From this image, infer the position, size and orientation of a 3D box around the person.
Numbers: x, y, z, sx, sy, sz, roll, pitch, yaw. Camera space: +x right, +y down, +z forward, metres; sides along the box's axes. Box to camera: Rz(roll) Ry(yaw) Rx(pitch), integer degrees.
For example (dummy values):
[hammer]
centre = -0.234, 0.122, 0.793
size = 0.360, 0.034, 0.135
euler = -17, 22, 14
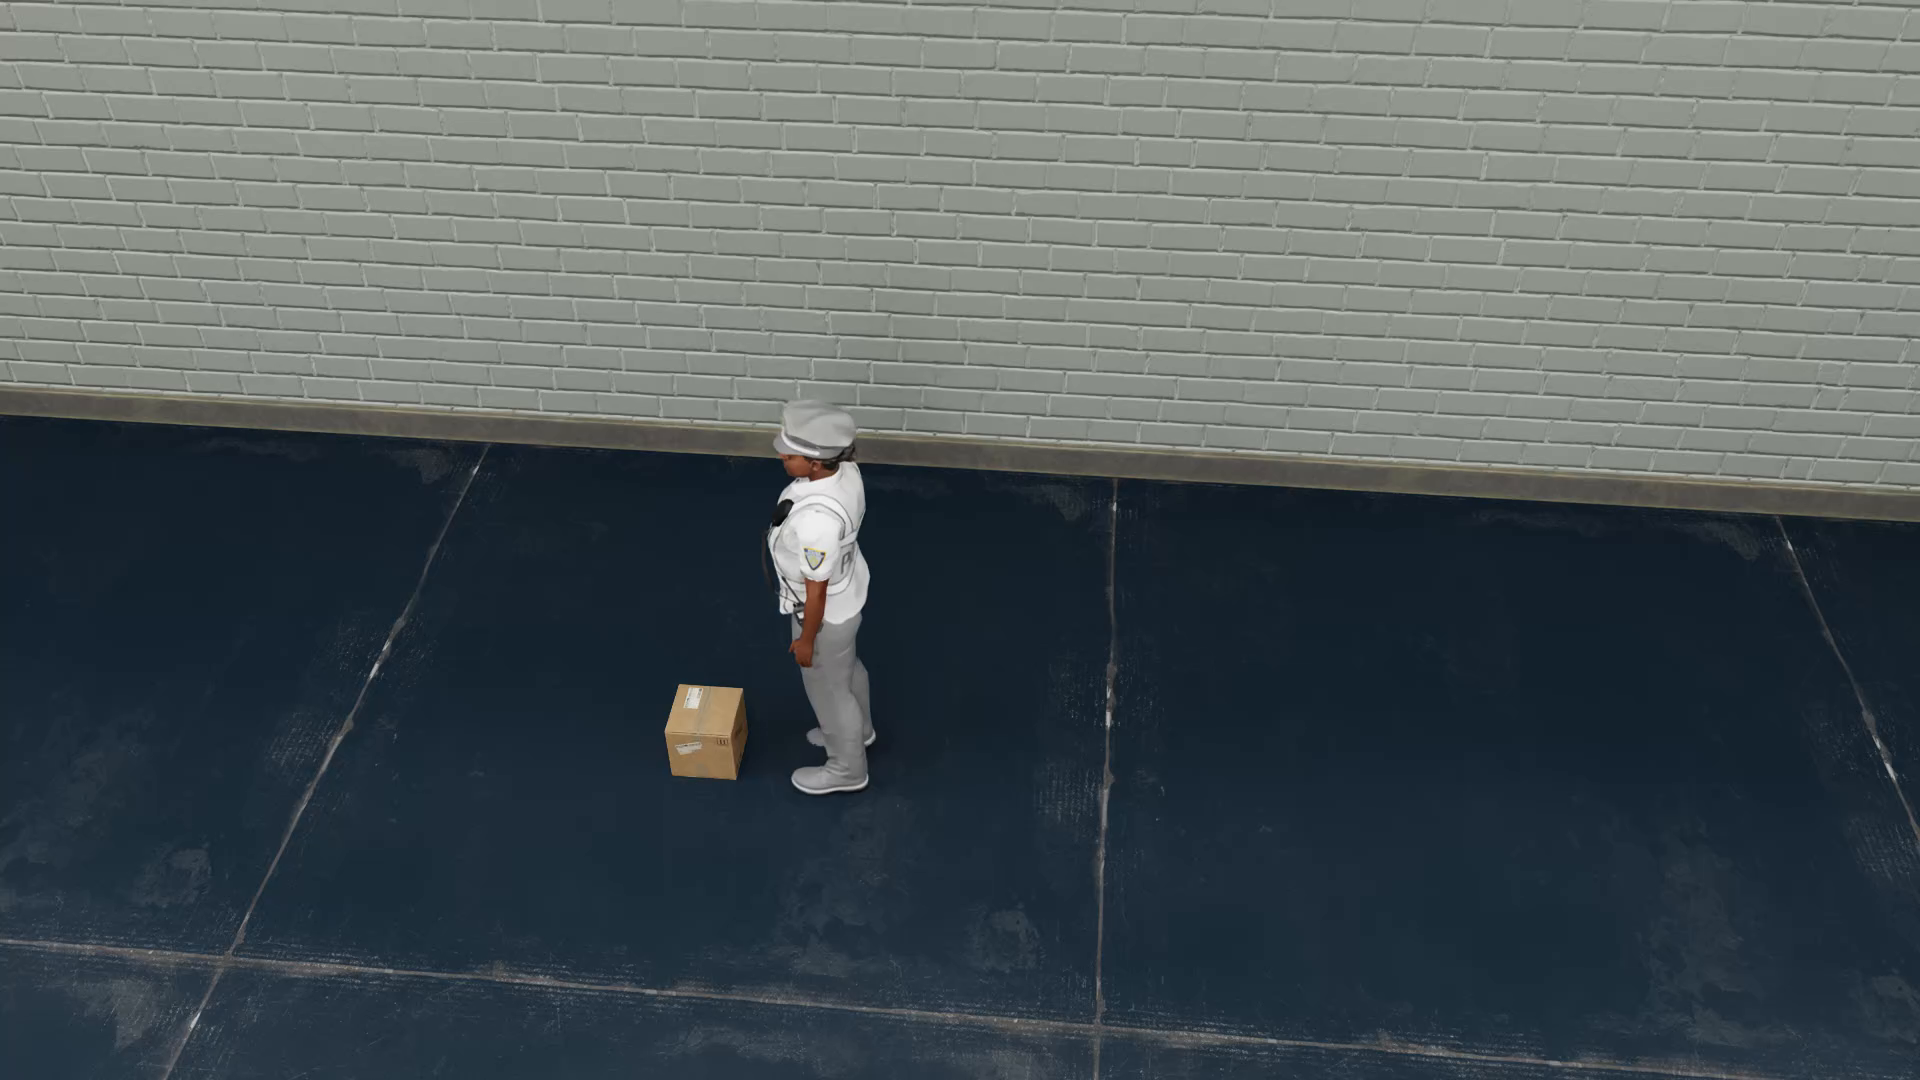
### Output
[person]
centre = -0.491, 0.241, 5.884
size = 0.338, 1.726, 0.443
euler = 4, 40, 4
